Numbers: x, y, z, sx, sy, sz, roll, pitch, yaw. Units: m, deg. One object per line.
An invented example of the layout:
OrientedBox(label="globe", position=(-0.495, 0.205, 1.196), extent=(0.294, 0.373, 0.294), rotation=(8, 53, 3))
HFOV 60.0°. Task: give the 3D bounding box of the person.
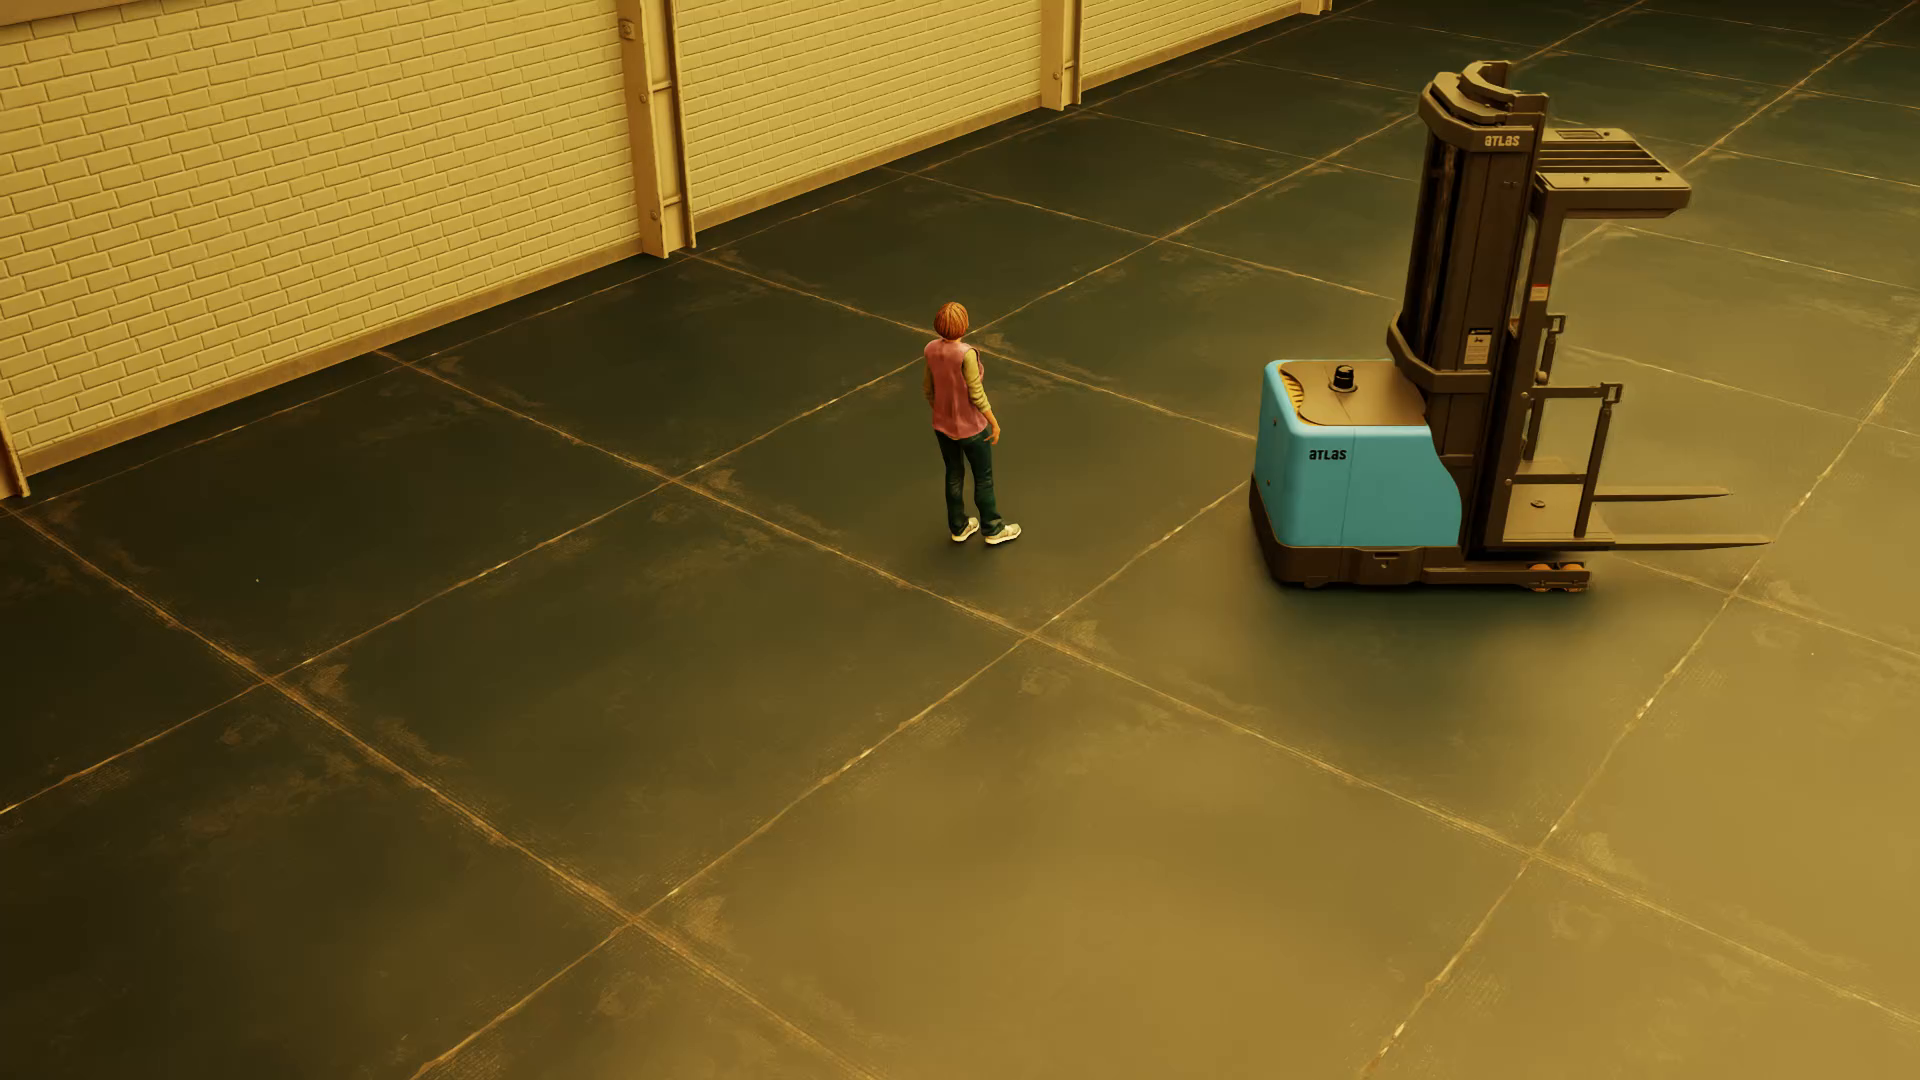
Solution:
OrientedBox(label="person", position=(0.057, -0.720, 10.135), extent=(0.520, 1.596, 0.476), rotation=(22, 37, 33))

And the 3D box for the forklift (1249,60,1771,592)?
OrientedBox(label="forklift", position=(3.385, -1.223, 9.687), extent=(3.031, 2.935, 1.130), rotation=(0, 30, 0))
